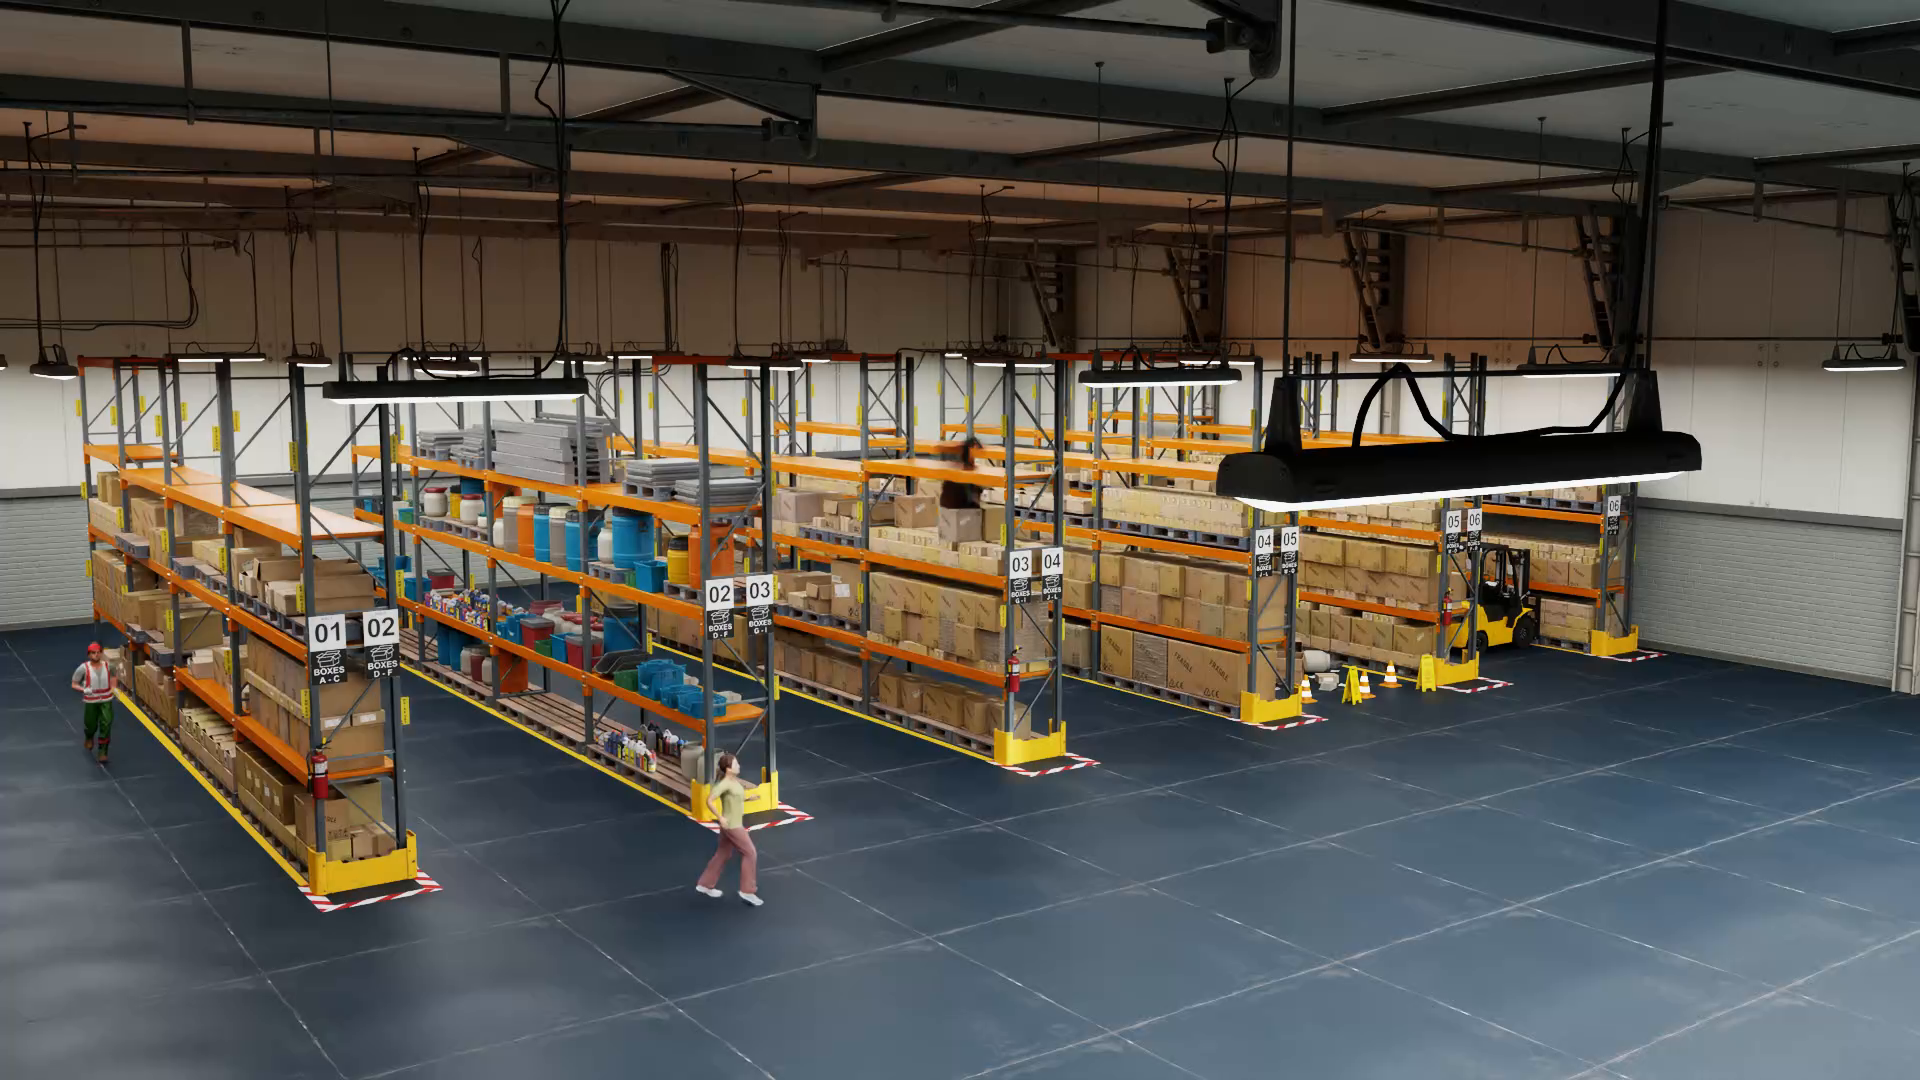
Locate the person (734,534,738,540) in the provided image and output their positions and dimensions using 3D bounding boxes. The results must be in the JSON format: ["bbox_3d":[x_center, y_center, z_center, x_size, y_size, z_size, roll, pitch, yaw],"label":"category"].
[{"bbox_3d":[-5.647,0.650,39.958,0.827,1.678,0.647,-1,7,-9],"label":"person"}]

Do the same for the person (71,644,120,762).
[{"bbox_3d":[-13.000,2.424,25.039,0.663,1.757,0.782,-6,9,-40],"label":"person"}]

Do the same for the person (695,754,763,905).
[{"bbox_3d":[-2.597,3.245,18.632,0.759,1.723,0.549,-1,7,-8],"label":"person"}]
